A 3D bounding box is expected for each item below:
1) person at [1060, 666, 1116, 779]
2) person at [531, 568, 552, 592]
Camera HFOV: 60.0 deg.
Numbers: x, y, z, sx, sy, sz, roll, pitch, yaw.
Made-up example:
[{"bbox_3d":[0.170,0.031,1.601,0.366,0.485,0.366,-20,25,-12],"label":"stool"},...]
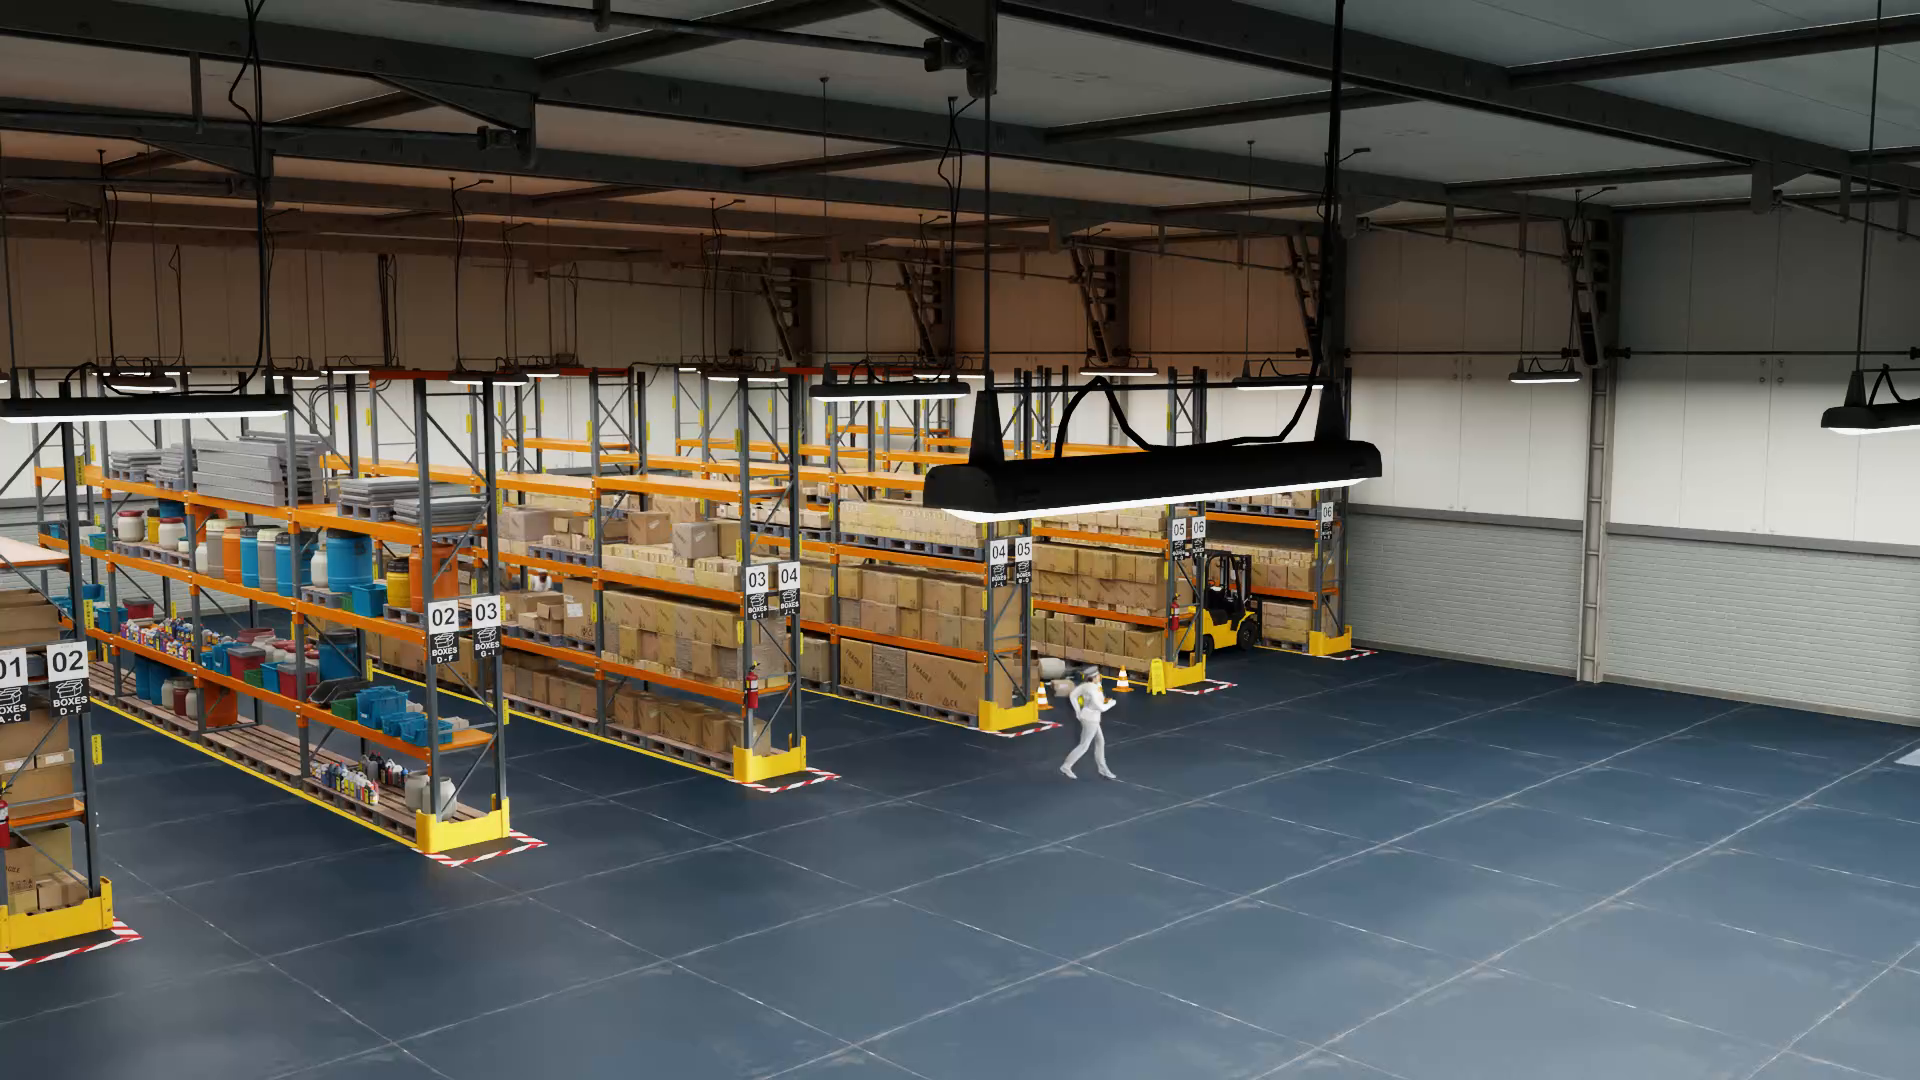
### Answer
[{"bbox_3d":[1.891,2.706,24.549,0.883,1.720,0.589,-1,7,-10],"label":"person"},{"bbox_3d":[-9.225,1.386,36.242,0.691,1.716,1.043,-5,8,-39],"label":"person"}]
